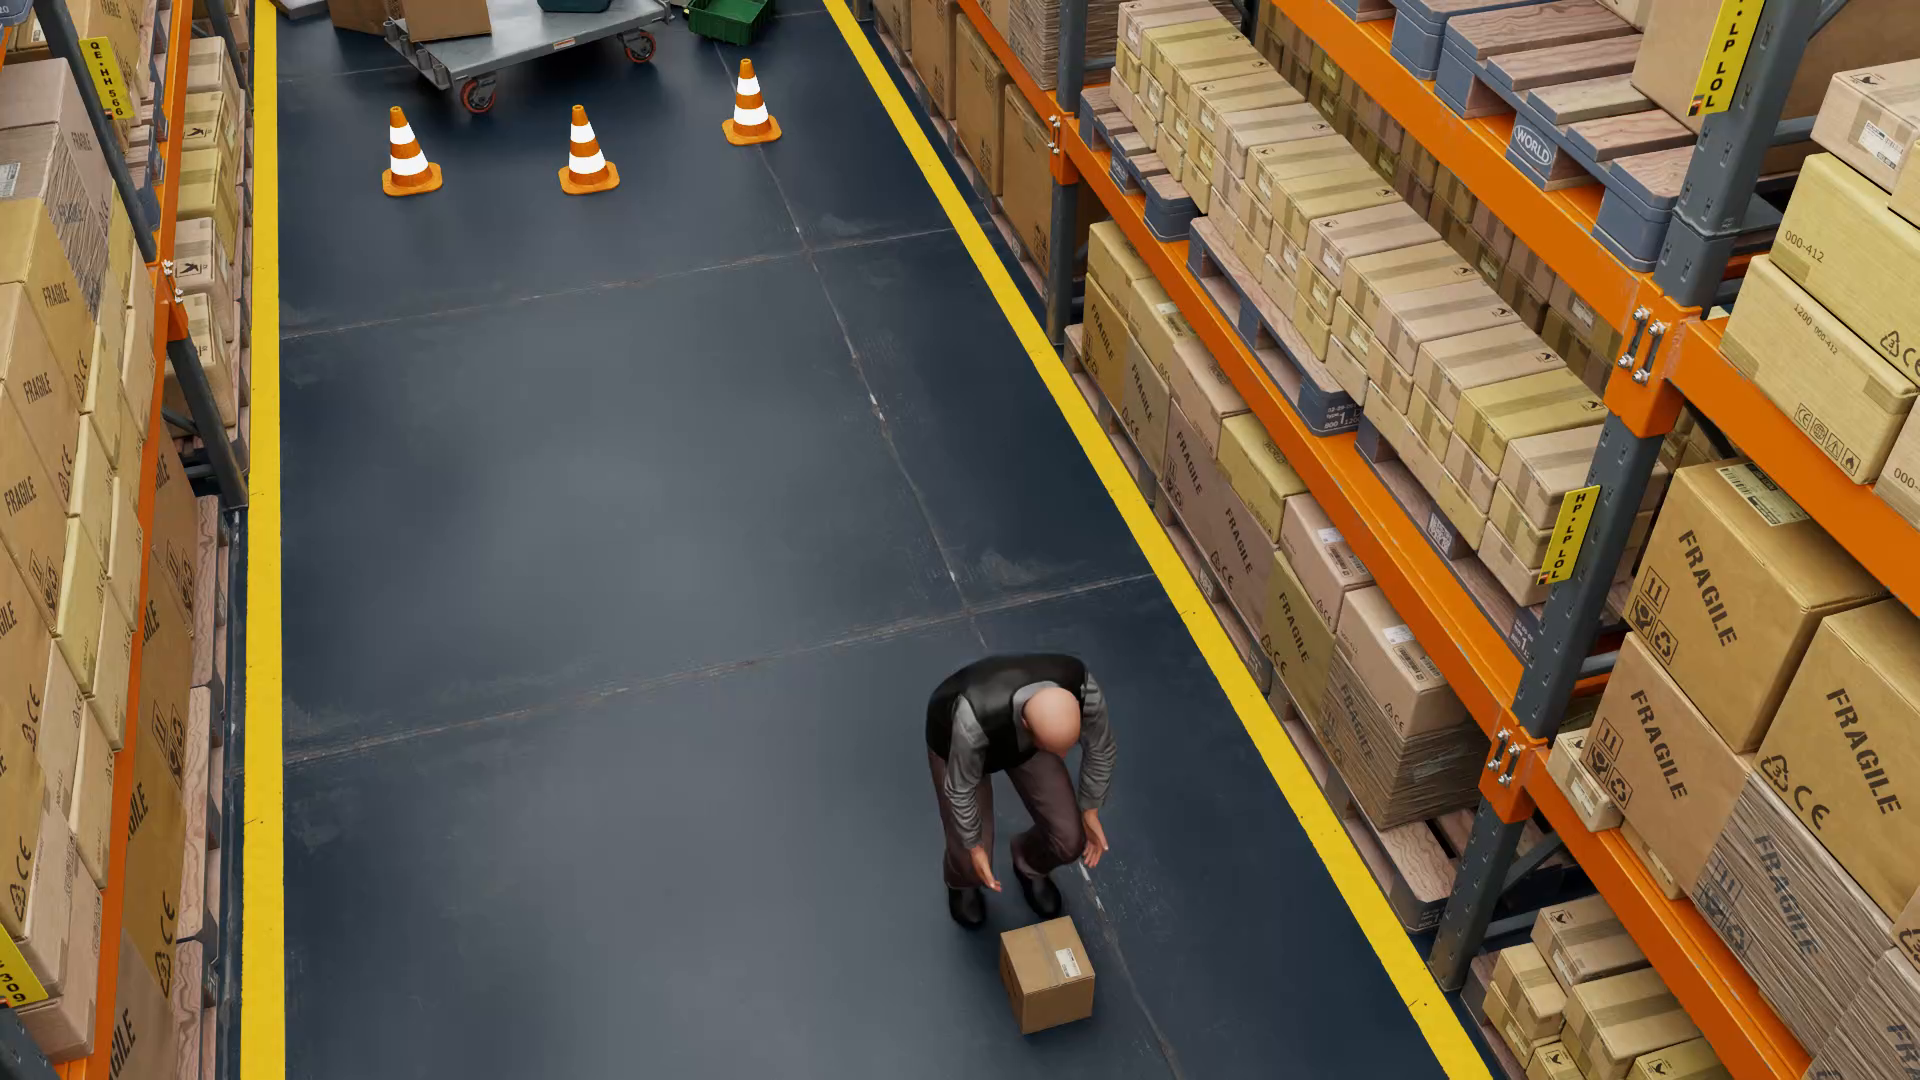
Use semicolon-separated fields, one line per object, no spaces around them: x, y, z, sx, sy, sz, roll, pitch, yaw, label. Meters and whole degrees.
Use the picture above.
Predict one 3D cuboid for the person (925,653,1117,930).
0.194;0.793;5.582;0.590;1.345;0.742;-12;43;-13;person
